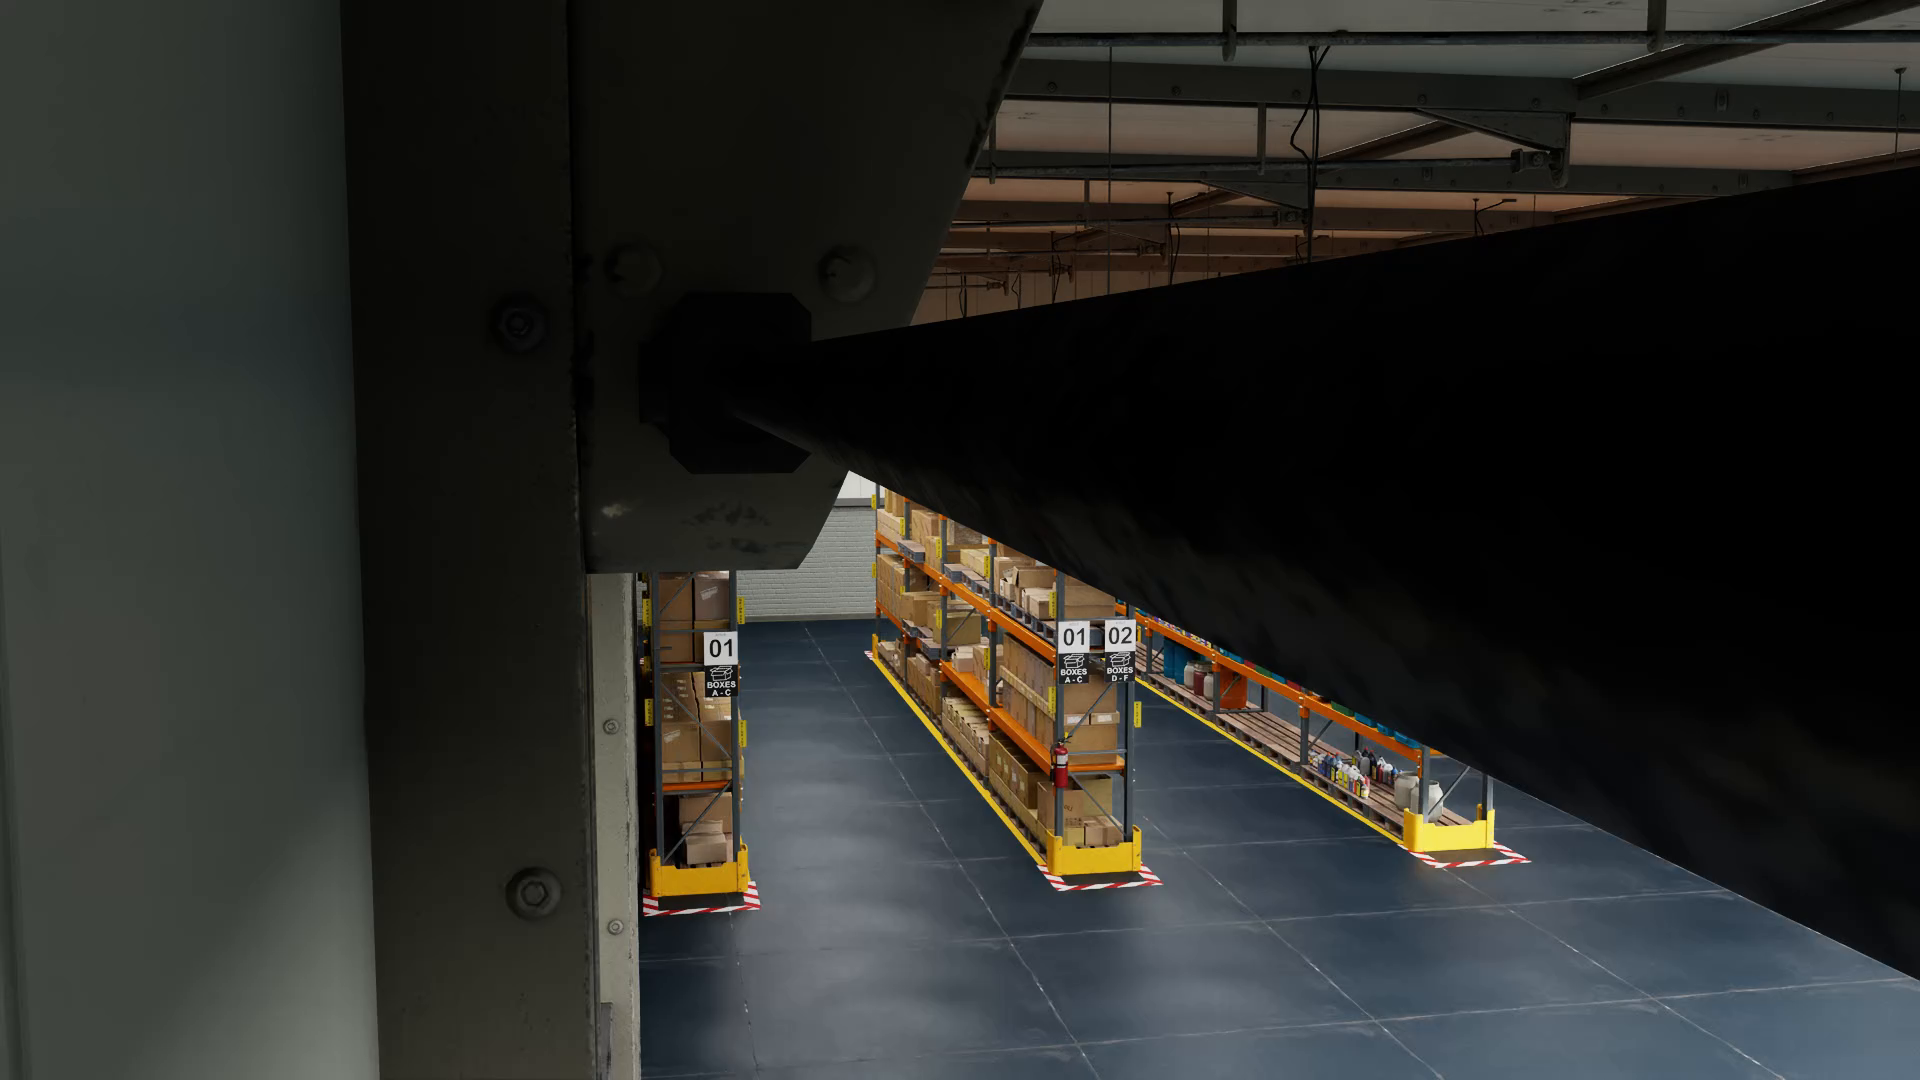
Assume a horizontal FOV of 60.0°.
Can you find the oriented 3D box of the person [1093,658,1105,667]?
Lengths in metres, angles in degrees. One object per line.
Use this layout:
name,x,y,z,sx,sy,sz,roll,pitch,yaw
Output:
person,2.506,2.343,29.988,0.656,1.786,0.987,-2,6,-22
